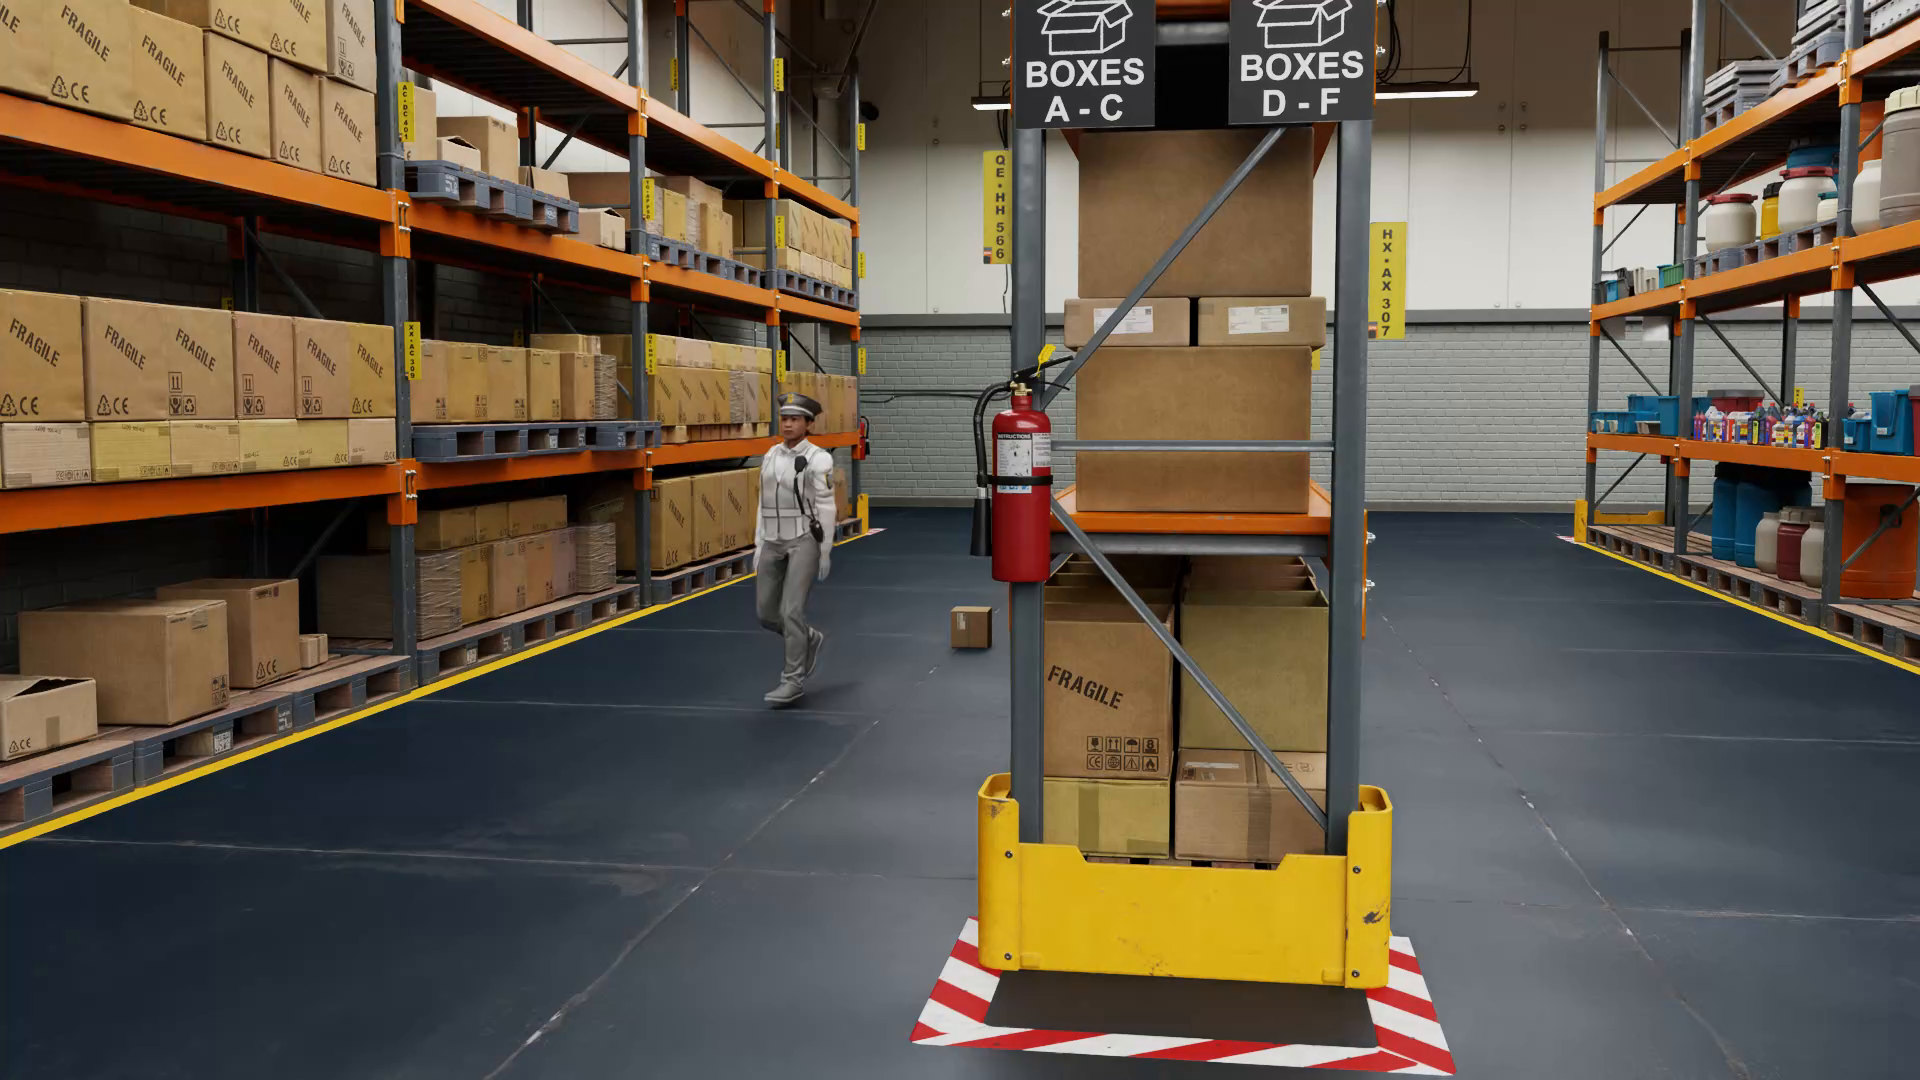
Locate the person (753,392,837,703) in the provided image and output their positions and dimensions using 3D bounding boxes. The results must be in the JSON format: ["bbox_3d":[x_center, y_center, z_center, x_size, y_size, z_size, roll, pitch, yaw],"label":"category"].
[{"bbox_3d":[-0.894,0.025,9.135,0.485,1.671,0.664,3,5,31],"label":"person"}]
